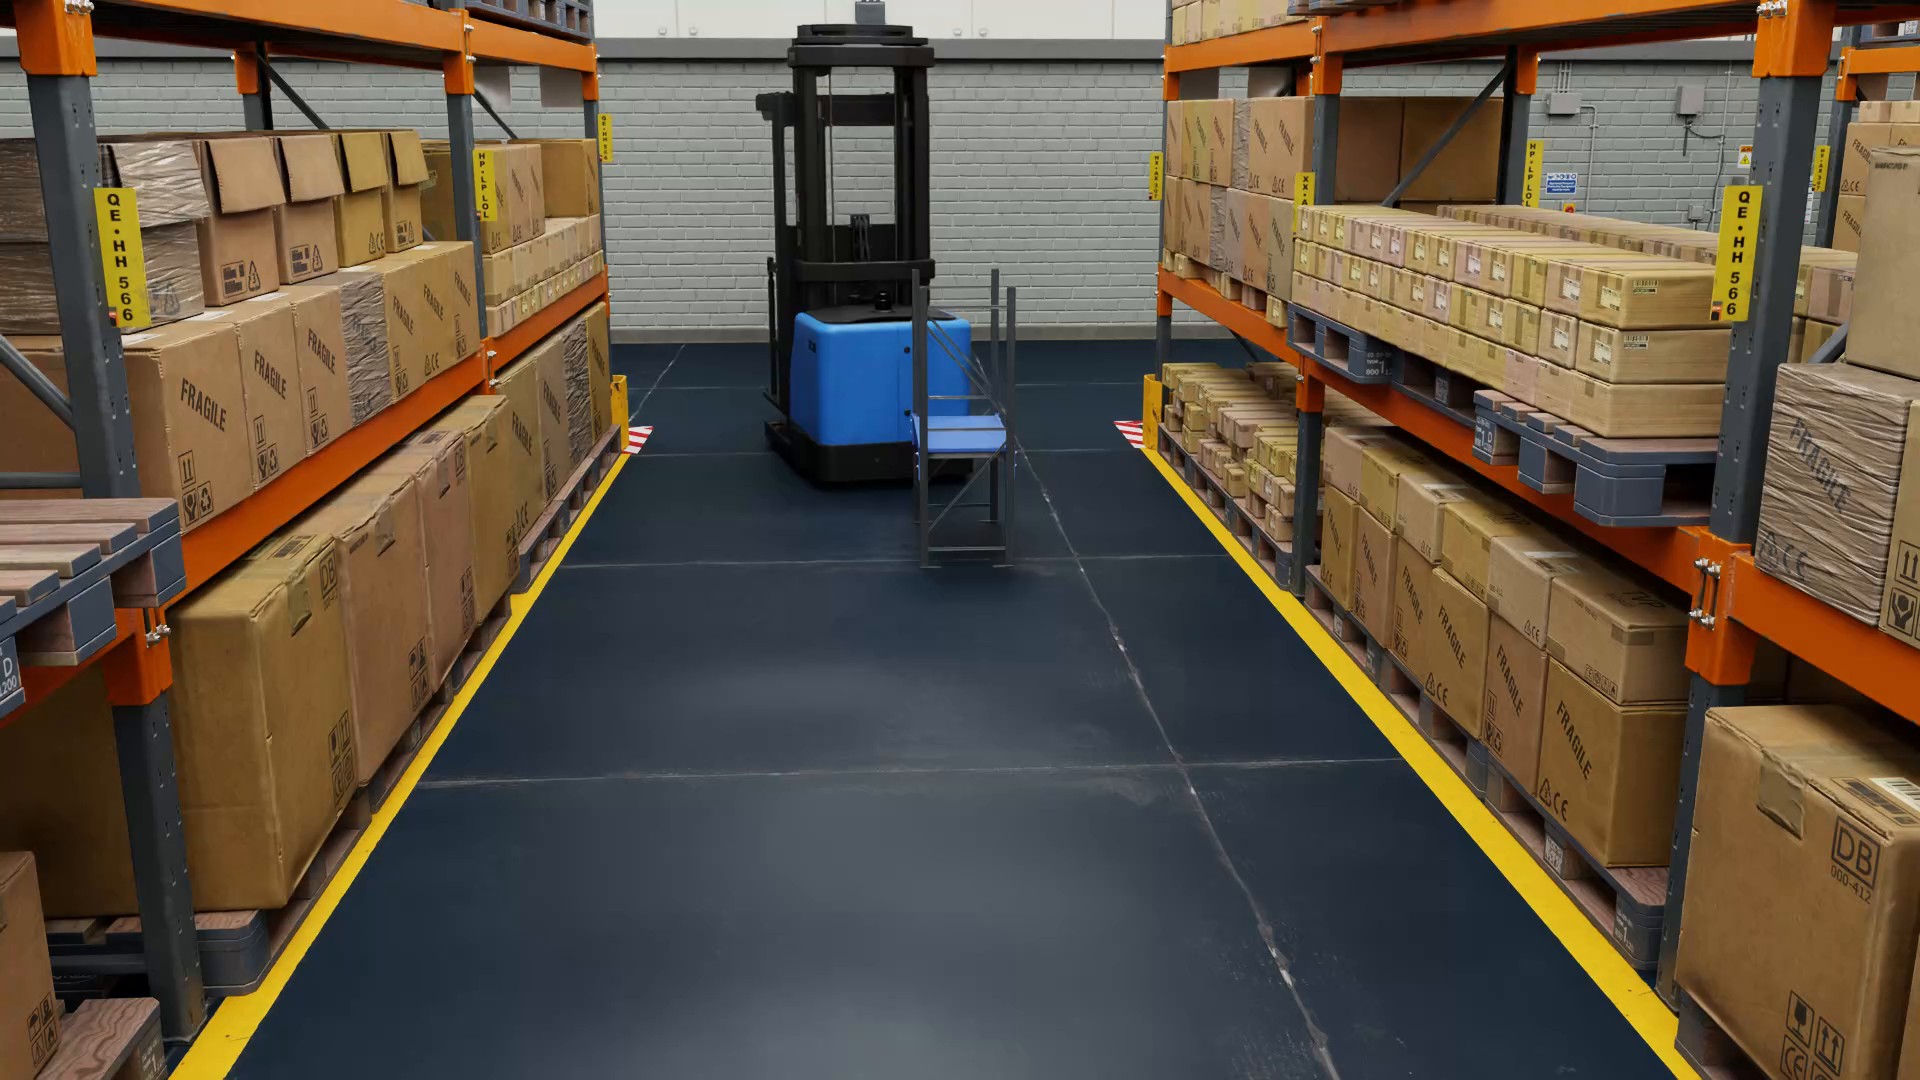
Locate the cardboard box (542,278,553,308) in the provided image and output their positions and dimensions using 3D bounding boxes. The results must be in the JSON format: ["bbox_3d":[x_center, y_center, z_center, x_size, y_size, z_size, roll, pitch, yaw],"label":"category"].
[{"bbox_3d":[-2.538,-1.407,9.480,0.380,0.149,0.250,-1,14,-3],"label":"cardboard box"}]

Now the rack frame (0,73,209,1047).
[{"bbox_3d":[-2.523,-0.133,4.023,1.000,3.000,0.127,-1,14,-3],"label":"rack frame"}]

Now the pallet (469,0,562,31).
[{"bbox_3d":[-2.884,-3.044,9.495,1.003,0.211,1.213,-1,14,-3],"label":"pallet"}]

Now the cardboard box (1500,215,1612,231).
[{"bbox_3d":[2.453,-1.256,6.855,0.380,0.149,0.250,-1,14,-4],"label":"cardboard box"}]

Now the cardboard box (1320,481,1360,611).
[{"bbox_3d":[1.967,0.016,7.619,0.500,0.500,0.500,0,14,-1],"label":"cardboard box"}]

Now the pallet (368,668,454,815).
[{"bbox_3d":[-2.570,0.718,6.314,1.003,0.211,1.213,-1,14,-3],"label":"pallet"}]

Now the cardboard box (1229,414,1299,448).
[{"bbox_3d":[1.778,-0.631,9.643,0.380,0.149,0.250,-2,15,-6],"label":"cardboard box"}]

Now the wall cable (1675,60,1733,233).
[{"bbox_3d":[7.914,-4.194,17.769,0.588,1.984,0.122,-1,14,-3],"label":"wall cable"}]

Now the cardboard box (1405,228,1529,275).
[{"bbox_3d":[1.852,-1.055,6.076,0.380,0.149,0.250,0,14,-2],"label":"cardboard box"}]

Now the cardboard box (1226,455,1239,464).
[{"bbox_3d":[1.808,-0.417,10.008,0.380,0.149,0.250,-1,14,-2],"label":"cardboard box"}]

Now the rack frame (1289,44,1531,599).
[{"bbox_3d":[2.185,-1.179,8.090,1.000,3.000,0.127,-1,14,-3],"label":"rack frame"}]

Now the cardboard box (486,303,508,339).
[{"bbox_3d":[-2.458,-1.085,8.227,0.380,0.149,0.250,-1,14,-3],"label":"cardboard box"}]

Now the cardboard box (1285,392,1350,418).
[{"bbox_3d":[2.255,-0.833,10.427,0.380,0.149,0.250,-1,14,-5],"label":"cardboard box"}]

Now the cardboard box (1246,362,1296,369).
[{"bbox_3d":[2.223,-1.157,11.688,0.380,0.149,0.250,-1,14,-3],"label":"cardboard box"}]

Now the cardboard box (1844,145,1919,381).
[{"bbox_3d":[2.451,-0.605,3.652,0.700,0.500,0.500,-1,14,-4],"label":"cardboard box"}]

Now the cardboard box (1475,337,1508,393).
[{"bbox_3d":[1.902,-0.569,5.381,0.380,0.149,0.250,-1,14,-4],"label":"cardboard box"}]

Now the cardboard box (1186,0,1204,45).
[{"bbox_3d":[1.739,-3.307,10.642,0.500,0.250,0.500,0,14,-2],"label":"cardboard box"}]

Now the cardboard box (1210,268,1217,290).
[{"bbox_3d":[1.783,-1.644,10.401,0.380,0.149,0.250,-1,14,-5],"label":"cardboard box"}]

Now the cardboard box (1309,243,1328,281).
[{"bbox_3d":[1.769,-1.235,7.373,0.380,0.149,0.250,-1,14,-5],"label":"cardboard box"}]

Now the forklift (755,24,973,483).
[{"bbox_3d":[-0.817,-2.112,11.853,1.130,2.935,3.031,-4,15,-16],"label":"forklift"}]

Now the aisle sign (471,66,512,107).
[{"bbox_3d":[-3.323,-3.395,11.484,0.394,0.787,0.004,-1,14,-3],"label":"aisle sign"}]

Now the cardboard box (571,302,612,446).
[{"bbox_3d":[-2.900,-1.139,11.355,0.875,0.875,0.875,-1,14,-3],"label":"cardboard box"}]

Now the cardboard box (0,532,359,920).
[{"bbox_3d":[-2.545,0.521,4.904,1.225,0.875,0.875,-2,15,-6],"label":"cardboard box"}]

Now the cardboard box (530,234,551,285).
[{"bbox_3d":[-2.602,-1.573,9.322,0.500,0.250,0.500,-1,14,-2],"label":"cardboard box"}]

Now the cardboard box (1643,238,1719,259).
[{"bbox_3d":[2.533,-0.933,5.601,0.380,0.149,0.250,0,14,-1],"label":"cardboard box"}]

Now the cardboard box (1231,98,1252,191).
[{"bbox_3d":[1.832,-2.225,9.349,0.500,0.500,0.500,-1,14,-2],"label":"cardboard box"}]

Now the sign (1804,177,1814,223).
[{"bbox_3d":[9.085,-3.687,18.026,0.329,0.494,0.001,-1,14,-3],"label":"sign"}]

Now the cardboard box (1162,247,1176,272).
[{"bbox_3d":[1.631,-1.967,11.654,0.380,0.149,0.250,-1,14,-4],"label":"cardboard box"}]

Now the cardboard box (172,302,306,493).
[{"bbox_3d":[-2.316,-0.435,4.995,0.500,0.500,0.500,-1,14,-5],"label":"cardboard box"}]

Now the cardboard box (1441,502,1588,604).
[{"bbox_3d":[2.071,0.042,6.014,0.500,0.250,0.500,-1,14,-2],"label":"cardboard box"}]

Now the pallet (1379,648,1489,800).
[{"bbox_3d":[2.314,0.669,6.502,1.003,0.211,1.213,-1,14,-3],"label":"pallet"}]

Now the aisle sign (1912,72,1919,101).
[{"bbox_3d":[7.177,-3.557,12.115,0.394,0.787,0.004,-1,14,-3],"label":"aisle sign"}]

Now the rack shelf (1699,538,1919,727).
[{"bbox_3d":[2.557,0.661,2.380,1.077,0.370,4.000,-1,14,-3],"label":"rack shelf"}]

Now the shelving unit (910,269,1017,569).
[{"bbox_3d":[0.005,-0.705,9.257,0.538,1.500,1.048,-1,14,-3],"label":"shelving unit"}]

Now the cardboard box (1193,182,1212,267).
[{"bbox_3d":[1.766,-1.996,10.466,0.500,0.500,0.500,-1,14,-3],"label":"cardboard box"}]

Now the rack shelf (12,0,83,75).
[{"bbox_3d":[-2.399,-0.740,1.806,1.077,0.370,4.000,-1,14,-3],"label":"rack shelf"}]

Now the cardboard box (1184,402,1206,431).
[{"bbox_3d":[1.686,-0.813,10.946,0.380,0.149,0.250,0,14,-2],"label":"cardboard box"}]

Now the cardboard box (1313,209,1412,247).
[{"bbox_3d":[1.774,-1.375,7.317,0.380,0.149,0.250,0,14,-2],"label":"cardboard box"}]

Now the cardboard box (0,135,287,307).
[{"bbox_3d":[-2.590,-1.011,5.224,0.797,0.503,0.637,-1,14,-2],"label":"cardboard box"}]

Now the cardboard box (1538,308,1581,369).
[{"bbox_3d":[1.930,-0.592,4.873,0.380,0.149,0.250,0,14,-1],"label":"cardboard box"}]

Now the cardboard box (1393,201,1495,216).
[{"bbox_3d":[2.406,-1.499,8.534,0.500,0.500,0.500,-1,14,-4],"label":"cardboard box"}]

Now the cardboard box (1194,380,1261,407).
[{"bbox_3d":[1.754,-0.958,10.913,0.380,0.149,0.250,-2,15,-6],"label":"cardboard box"}]

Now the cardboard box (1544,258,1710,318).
[{"bbox_3d":[1.932,-0.732,4.817,0.380,0.149,0.250,-1,14,-4],"label":"cardboard box"}]

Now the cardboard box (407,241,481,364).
[{"bbox_3d":[-2.470,-1.064,7.441,0.500,0.500,0.500,-1,14,-3],"label":"cardboard box"}]

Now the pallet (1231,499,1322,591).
[{"bbox_3d":[2.109,0.005,9.084,1.003,0.211,1.213,-1,14,-3],"label":"pallet"}]

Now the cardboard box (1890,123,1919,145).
[{"bbox_3d":[6.656,-2.556,11.234,0.500,0.500,0.500,-1,14,-5],"label":"cardboard box"}]

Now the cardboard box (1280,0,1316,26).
[{"bbox_3d":[1.886,-2.677,8.193,0.500,0.250,0.500,-1,14,-2],"label":"cardboard box"}]

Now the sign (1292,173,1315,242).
[{"bbox_3d":[1.644,-1.588,7.942,0.100,0.325,0.005,-1,14,-3],"label":"sign"}]

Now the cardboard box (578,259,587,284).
[{"bbox_3d":[-2.622,-1.728,10.727,0.380,0.149,0.250,-1,14,-2],"label":"cardboard box"}]

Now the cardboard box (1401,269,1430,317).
[{"bbox_3d":[1.850,-0.911,6.111,0.380,0.149,0.250,-1,14,-5],"label":"cardboard box"}]

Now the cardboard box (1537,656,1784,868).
[{"bbox_3d":[2.132,0.663,5.103,0.500,0.500,0.500,-1,14,-4],"label":"cardboard box"}]

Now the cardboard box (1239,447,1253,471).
[{"bbox_3d":[1.832,-0.480,9.653,0.380,0.149,0.250,-1,14,-2],"label":"cardboard box"}]

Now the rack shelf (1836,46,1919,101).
[{"bbox_3d":[6.996,-2.882,10.133,1.077,0.370,4.000,-1,14,-3],"label":"rack shelf"}]

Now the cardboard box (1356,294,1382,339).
[{"bbox_3d":[1.816,-0.899,6.662,0.380,0.149,0.250,-2,15,-6],"label":"cardboard box"}]

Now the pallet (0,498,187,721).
[{"bbox_3d":[-2.373,0.136,3.365,1.213,0.211,1.003,-1,14,-3],"label":"pallet"}]
